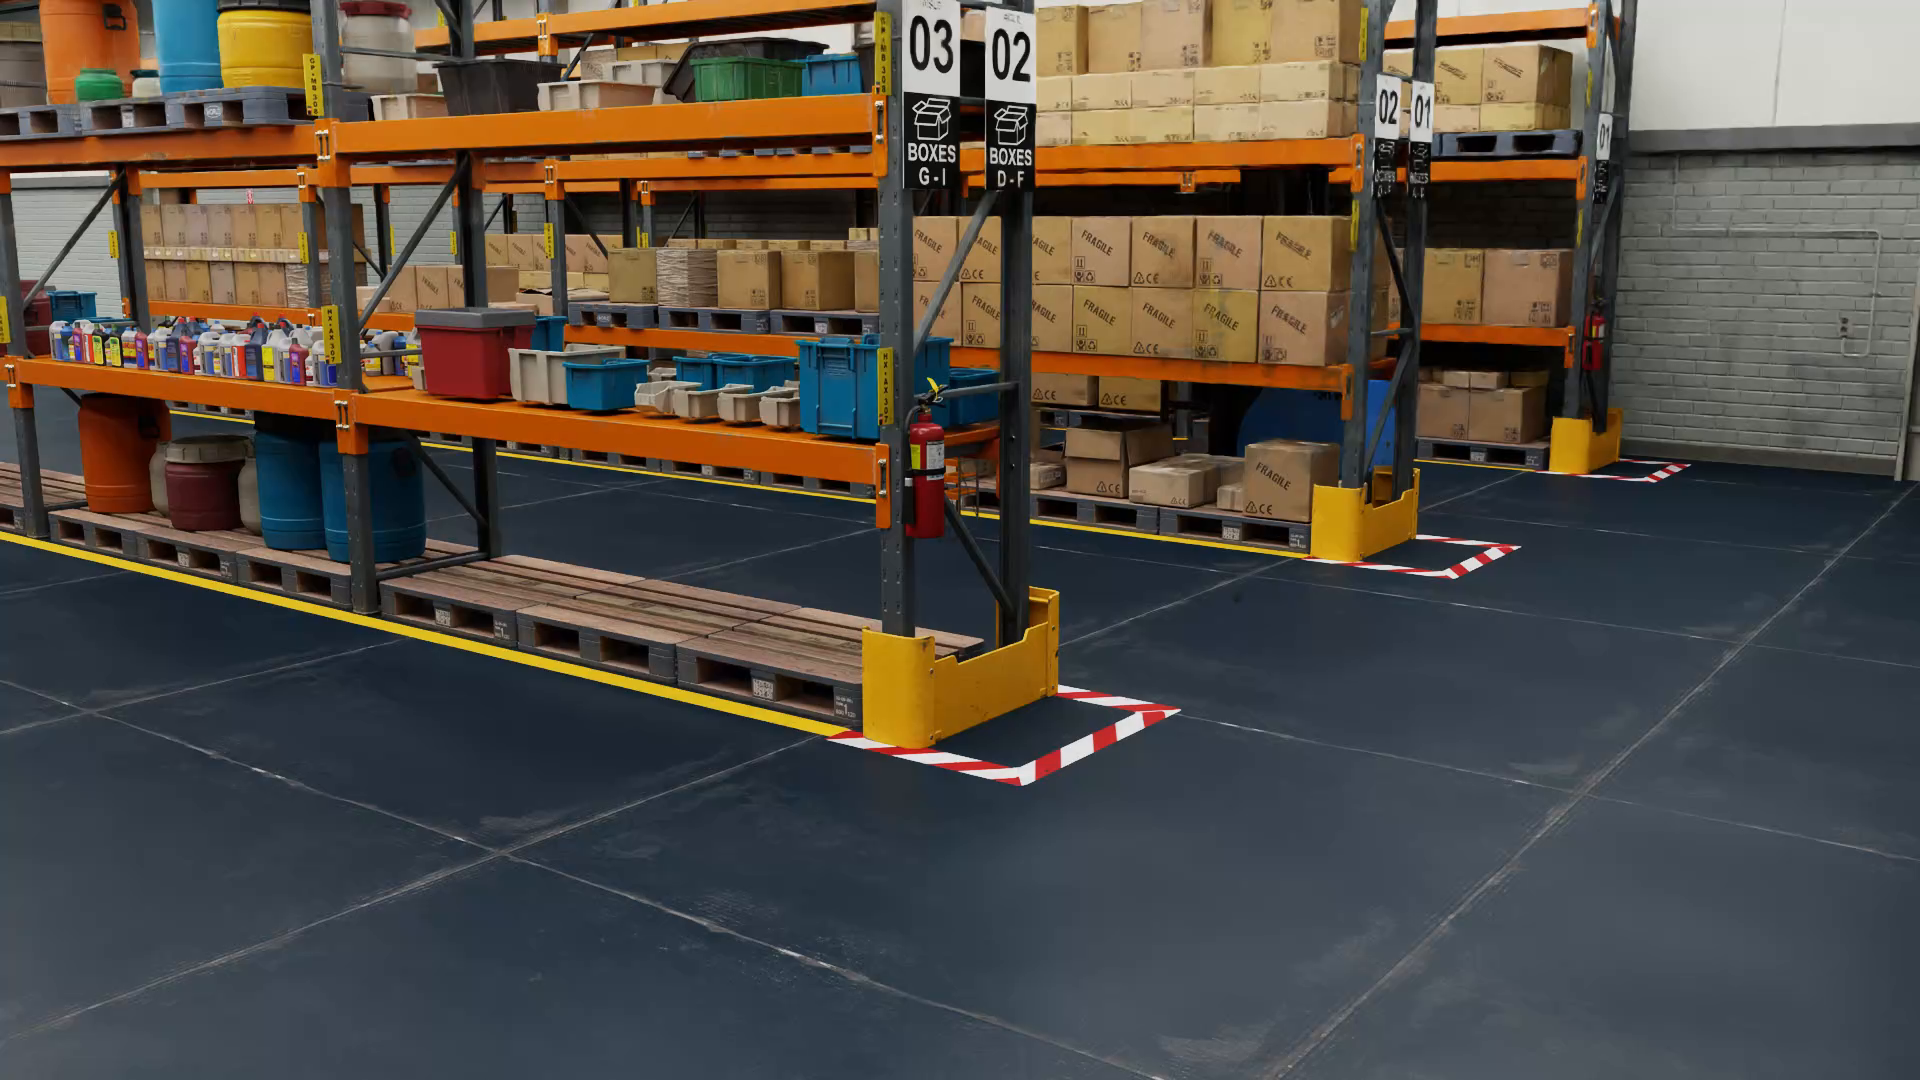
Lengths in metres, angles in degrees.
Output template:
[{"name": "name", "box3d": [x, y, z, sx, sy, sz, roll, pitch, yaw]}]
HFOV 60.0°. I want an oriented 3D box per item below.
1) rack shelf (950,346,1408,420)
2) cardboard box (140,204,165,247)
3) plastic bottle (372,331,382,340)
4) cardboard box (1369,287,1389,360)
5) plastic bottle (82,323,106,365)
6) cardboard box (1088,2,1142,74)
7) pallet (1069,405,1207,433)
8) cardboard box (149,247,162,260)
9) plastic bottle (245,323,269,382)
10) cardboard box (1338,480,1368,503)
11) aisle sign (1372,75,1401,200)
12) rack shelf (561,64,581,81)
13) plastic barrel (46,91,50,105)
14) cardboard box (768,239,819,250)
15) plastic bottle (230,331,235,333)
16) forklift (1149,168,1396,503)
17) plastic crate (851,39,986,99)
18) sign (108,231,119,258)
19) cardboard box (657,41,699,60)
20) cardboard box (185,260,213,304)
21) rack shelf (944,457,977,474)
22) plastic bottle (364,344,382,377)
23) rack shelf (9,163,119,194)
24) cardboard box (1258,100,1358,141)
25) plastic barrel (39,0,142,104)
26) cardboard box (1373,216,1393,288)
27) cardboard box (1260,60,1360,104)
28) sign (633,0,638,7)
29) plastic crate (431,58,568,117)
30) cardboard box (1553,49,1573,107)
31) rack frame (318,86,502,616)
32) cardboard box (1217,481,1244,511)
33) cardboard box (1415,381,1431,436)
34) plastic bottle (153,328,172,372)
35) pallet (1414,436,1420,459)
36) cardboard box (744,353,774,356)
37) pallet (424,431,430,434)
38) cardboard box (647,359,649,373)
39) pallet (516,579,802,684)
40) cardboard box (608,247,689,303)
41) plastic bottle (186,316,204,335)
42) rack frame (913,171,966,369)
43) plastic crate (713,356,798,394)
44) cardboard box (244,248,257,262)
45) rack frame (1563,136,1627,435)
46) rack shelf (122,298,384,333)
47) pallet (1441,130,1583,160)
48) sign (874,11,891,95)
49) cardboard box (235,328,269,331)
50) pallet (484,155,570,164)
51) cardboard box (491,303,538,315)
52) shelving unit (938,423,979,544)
[{"name": "rack shelf", "box3d": [1.319, -1.289, 12.689, 4.000, 0.370, 1.077, 8, 13, 36]}, {"name": "cardboard box", "box3d": [-9.554, -3.842, 20.311, 0.500, 0.500, 0.700, 8, 14, 36]}, {"name": "plastic bottle", "box3d": [-3.748, -1.215, 10.749, 0.097, 0.271, 0.097, 0, 11, 0]}, {"name": "cardboard box", "box3d": [2.729, -1.557, 11.915, 0.500, 0.500, 0.500, 8, 14, 37]}, {"name": "plastic bottle", "box3d": [-5.922, -1.348, 11.425, 0.135, 0.276, 0.152, 8, 13, 36]}, {"name": "cardboard box", "box3d": [1.340, -3.665, 12.282, 0.500, 0.500, 0.700, 8, 13, 36]}, {"name": "pallet", "box3d": [1.970, -1.332, 18.358, 1.213, 0.211, 1.003, 8, 13, 36]}, {"name": "cardboard box", "box3d": [-9.562, -3.477, 20.135, 0.250, 0.149, 0.380, 8, 13, 34]}, {"name": "plastic bottle", "box3d": [-4.311, -1.159, 10.252, 0.185, 0.351, 0.144, 8, 13, 36]}, {"name": "cardboard box", "box3d": [2.797, -0.333, 12.202, 0.250, 0.149, 0.380, 8, 13, 36]}, {"name": "aisle sign", "box3d": [2.805, -2.639, 10.929, 0.004, 0.787, 0.394, 8, 13, 36]}, {"name": "rack shelf", "box3d": [-5.424, -6.341, 23.015, 4.000, 0.370, 1.077, 8, 13, 36]}, {"name": "plastic barrel", "box3d": [-6.521, -3.168, 12.317, 0.421, 0.512, 0.421, 0, 11, 0]}, {"name": "cardboard box", "box3d": [-1.990, -3.528, 20.950, 0.500, 0.500, 0.700, 8, 13, 36]}, {"name": "plastic bottle", "box3d": [-5.134, -1.374, 11.756, 0.097, 0.201, 0.097, 0, 11, 0]}, {"name": "forklift", "box3d": [2.249, -1.891, 14.086, 3.031, 2.935, 1.130, 9, 14, 39]}, {"name": "plastic crate", "box3d": [-0.149, -2.154, 7.712, 0.590, 0.269, 0.497, 8, 13, 36]}, {"name": "sign", "box3d": [-10.298, -3.596, 20.231, 0.005, 0.325, 0.100, 8, 13, 36]}, {"name": "cardboard box", "box3d": [-2.347, -4.165, 14.866, 0.500, 0.500, 0.500, 8, 13, 36]}, {"name": "cardboard box", "box3d": [-8.773, -3.096, 19.871, 0.500, 0.500, 0.700, 8, 14, 36]}, {"name": "rack shelf", "box3d": [-0.012, -0.547, 11.933, 0.180, 0.103, 0.258, 8, 13, 36]}, {"name": "plastic bottle", "box3d": [-3.729, -1.142, 10.557, 0.097, 0.201, 0.097, 0, 11, 0]}, {"name": "rack shelf", "box3d": [-8.064, -2.903, 13.135, 4.000, 0.370, 1.077, 8, 13, 36]}, {"name": "cardboard box", "box3d": [2.361, -2.834, 11.277, 0.500, 0.250, 0.500, 8, 13, 36]}, {"name": "plastic barrel", "box3d": [-5.996, -3.384, 11.492, 0.708, 0.830, 0.600, 8, 13, 36]}, {"name": "cardboard box", "box3d": [2.729, -2.047, 11.820, 0.500, 0.500, 0.500, 8, 14, 37]}, {"name": "cardboard box", "box3d": [2.366, -3.080, 11.237, 0.500, 0.250, 0.500, 8, 13, 36]}, {"name": "sign", "box3d": [-4.148, -6.887, 21.269, 0.005, 0.325, 0.100, 8, 13, 36]}, {"name": "plastic crate", "box3d": [-2.389, -2.336, 8.654, 0.590, 0.269, 0.497, 8, 13, 36]}, {"name": "cardboard box", "box3d": [5.415, -4.318, 15.604, 0.500, 0.500, 0.500, 7, 13, 33]}, {"name": "rack frame", "box3d": [-3.228, -1.109, 9.865, 0.127, 3.000, 1.000, 8, 13, 36]}, {"name": "cardboard box", "box3d": [2.074, -0.325, 12.113, 0.250, 0.166, 0.380, 8, 13, 36]}, {"name": "cardboard box", "box3d": [4.428, -1.331, 16.488, 0.500, 0.500, 0.700, 7, 13, 34]}, {"name": "plastic bottle", "box3d": [-5.177, -1.244, 10.888, 0.135, 0.276, 0.152, 8, 13, 36]}, {"name": "pallet", "box3d": [4.190, -1.022, 16.757, 1.213, 0.211, 1.003, 8, 13, 36]}, {"name": "cardboard box", "box3d": [-2.375, -2.320, 21.546, 0.500, 0.500, 0.700, 8, 14, 36]}, {"name": "pallet", "box3d": [-6.124, -1.320, 18.299, 1.213, 0.211, 1.003, 8, 13, 36]}, {"name": "cardboard box", "box3d": [-4.261, -2.406, 22.868, 0.250, 0.166, 0.380, 6, 12, 28]}, {"name": "pallet", "box3d": [-1.625, 0.474, 9.025, 1.213, 0.211, 1.003, 8, 13, 36]}, {"name": "cardboard box", "box3d": [-2.943, -2.518, 15.781, 0.500, 0.500, 0.700, 3, 11, 17]}, {"name": "plastic bottle", "box3d": [-5.069, -1.300, 10.984, 0.185, 0.351, 0.144, 8, 13, 36]}, {"name": "rack frame", "box3d": [-0.293, -1.867, 13.783, 0.127, 3.000, 1.000, 8, 13, 36]}, {"name": "plastic crate", "box3d": [-1.069, -0.833, 8.720, 0.300, 0.233, 0.416, 8, 13, 36]}, {"name": "cardboard box", "box3d": [-7.906, -3.246, 18.942, 0.250, 0.149, 0.380, 8, 13, 35]}, {"name": "rack frame", "box3d": [5.860, -2.176, 15.380, 0.127, 3.000, 1.000, 8, 13, 36]}, {"name": "rack shelf", "box3d": [-8.353, -2.638, 19.662, 4.000, 0.370, 1.077, 8, 13, 36]}, {"name": "pallet", "box3d": [5.256, -3.687, 15.527, 1.213, 0.211, 1.003, 8, 13, 36]}, {"name": "sign", "box3d": [-0.316, -1.995, 6.821, 0.005, 0.325, 0.100, 8, 13, 36]}, {"name": "cardboard box", "box3d": [-8.542, -2.316, 20.261, 0.500, 0.500, 0.500, 8, 13, 36]}, {"name": "pallet", "box3d": [-4.117, -3.759, 16.164, 1.003, 0.211, 1.213, 9, 14, 38]}, {"name": "cardboard box", "box3d": [-4.405, -2.252, 16.435, 0.250, 0.149, 0.380, 8, 13, 36]}, {"name": "shelving unit", "box3d": [-0.012, -0.591, 11.924, 0.189, 1.200, 0.258, 8, 13, 36]}]
